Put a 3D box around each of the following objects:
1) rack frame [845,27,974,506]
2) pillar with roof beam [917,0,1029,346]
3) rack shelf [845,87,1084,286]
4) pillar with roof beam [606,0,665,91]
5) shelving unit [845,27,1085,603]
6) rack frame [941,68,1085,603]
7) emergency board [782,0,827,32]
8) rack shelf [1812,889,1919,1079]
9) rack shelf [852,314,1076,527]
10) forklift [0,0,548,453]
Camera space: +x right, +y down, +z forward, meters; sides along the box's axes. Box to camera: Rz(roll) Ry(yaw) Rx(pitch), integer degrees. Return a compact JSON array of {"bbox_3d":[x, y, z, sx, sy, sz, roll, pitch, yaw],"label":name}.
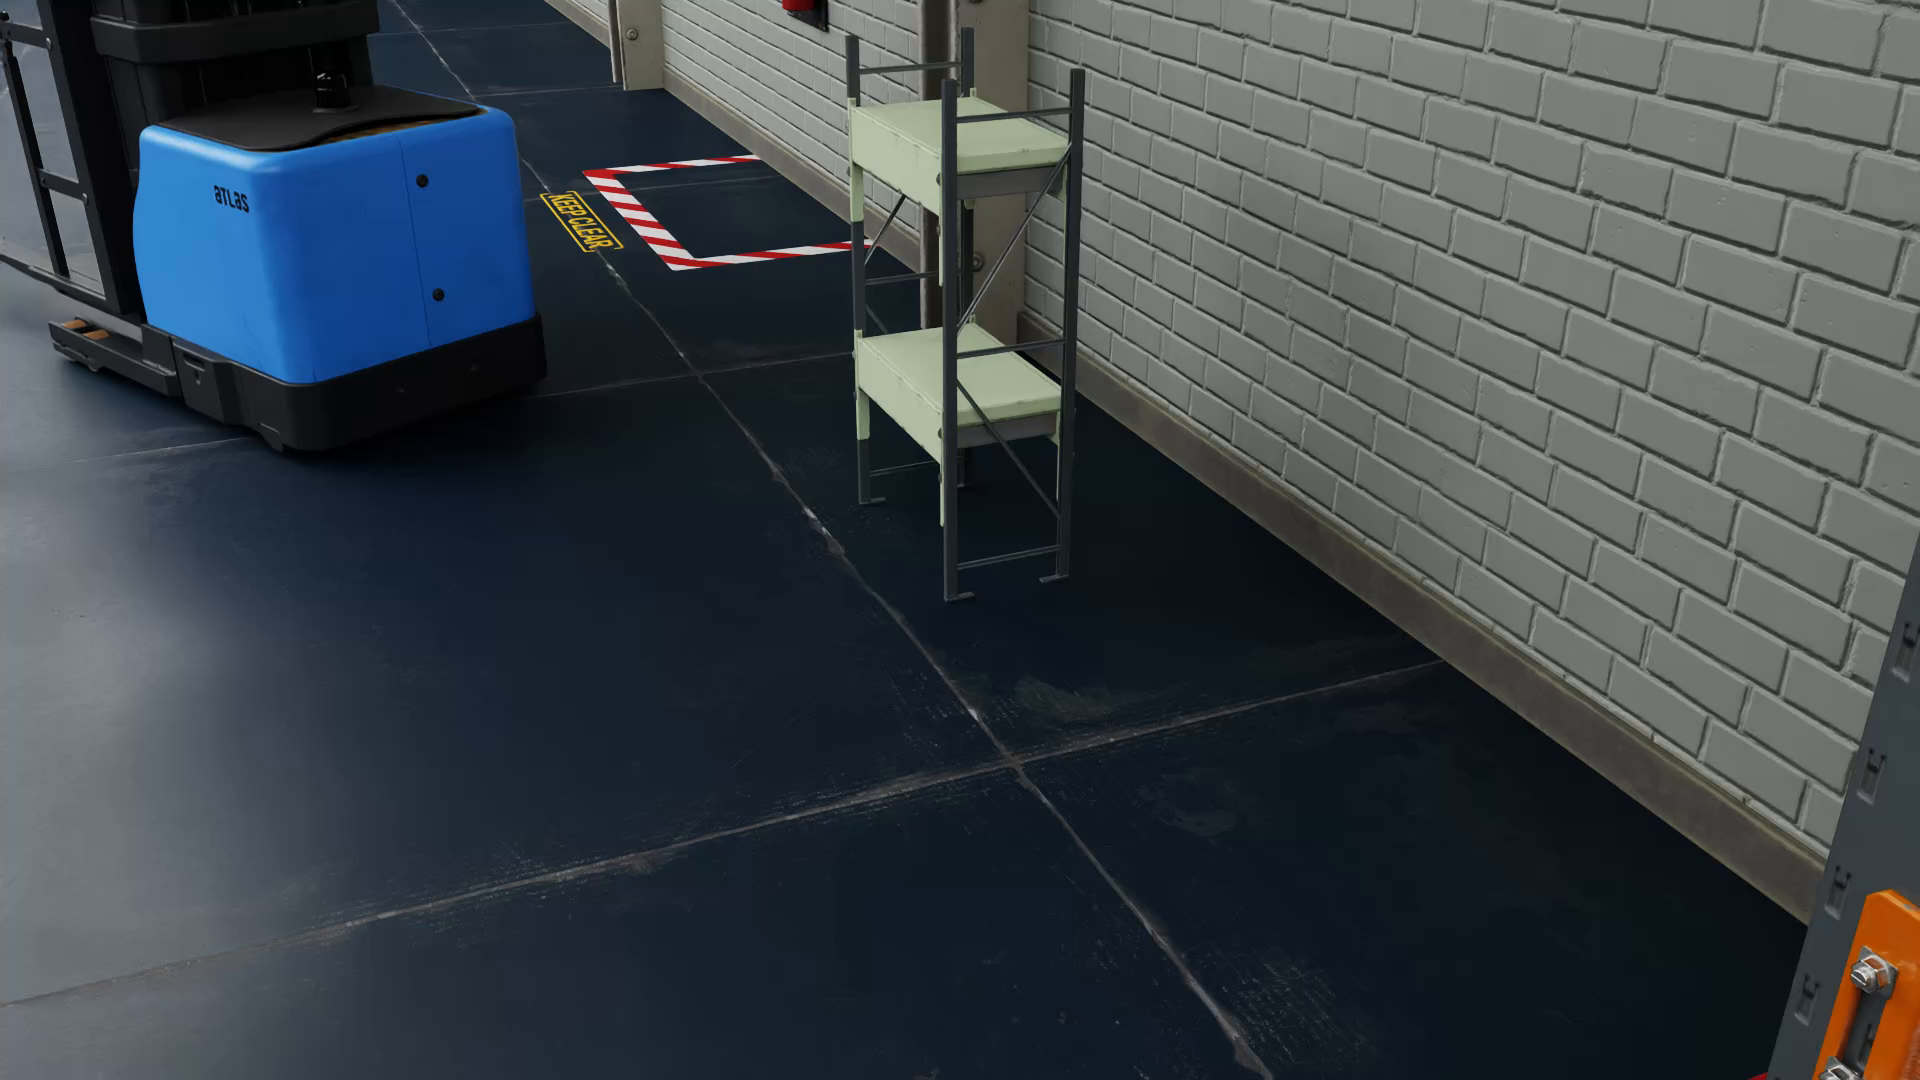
[{"bbox_3d":[-0.146,-0.824,5.229,0.400,1.500,0.023,-11,28,-21],"label":"rack frame"},{"bbox_3d":[-3.912,-4.165,3.524,9.100,9.000,0.400,-11,28,-21],"label":"pillar with roof beam"},{"bbox_3d":[-0.003,-1.027,4.755,0.431,0.370,0.720,-11,28,-21],"label":"rack shelf"},{"bbox_3d":[-6.262,-6.587,8.485,9.100,9.000,0.400,-11,28,-21],"label":"pillar with roof beam"},{"bbox_3d":[-0.003,-0.677,4.926,0.431,1.500,0.755,-11,28,-21],"label":"shelving unit"},{"bbox_3d":[0.141,-0.529,4.624,0.400,1.500,0.023,-11,28,-21],"label":"rack frame"},{"bbox_3d":[-0.884,-3.213,8.412,0.194,1.169,0.643,-11,28,-21],"label":"emergency board"},{"bbox_3d":[2.112,1.210,0.173,1.077,0.370,4.000,-11,28,-21],"label":"rack shelf"},{"bbox_3d":[-0.003,-0.384,5.069,0.431,0.370,0.720,-11,28,-21],"label":"rack shelf"},{"bbox_3d":[-3.039,-2.141,6.294,3.031,2.935,1.130,20,32,35],"label":"forklift"}]
